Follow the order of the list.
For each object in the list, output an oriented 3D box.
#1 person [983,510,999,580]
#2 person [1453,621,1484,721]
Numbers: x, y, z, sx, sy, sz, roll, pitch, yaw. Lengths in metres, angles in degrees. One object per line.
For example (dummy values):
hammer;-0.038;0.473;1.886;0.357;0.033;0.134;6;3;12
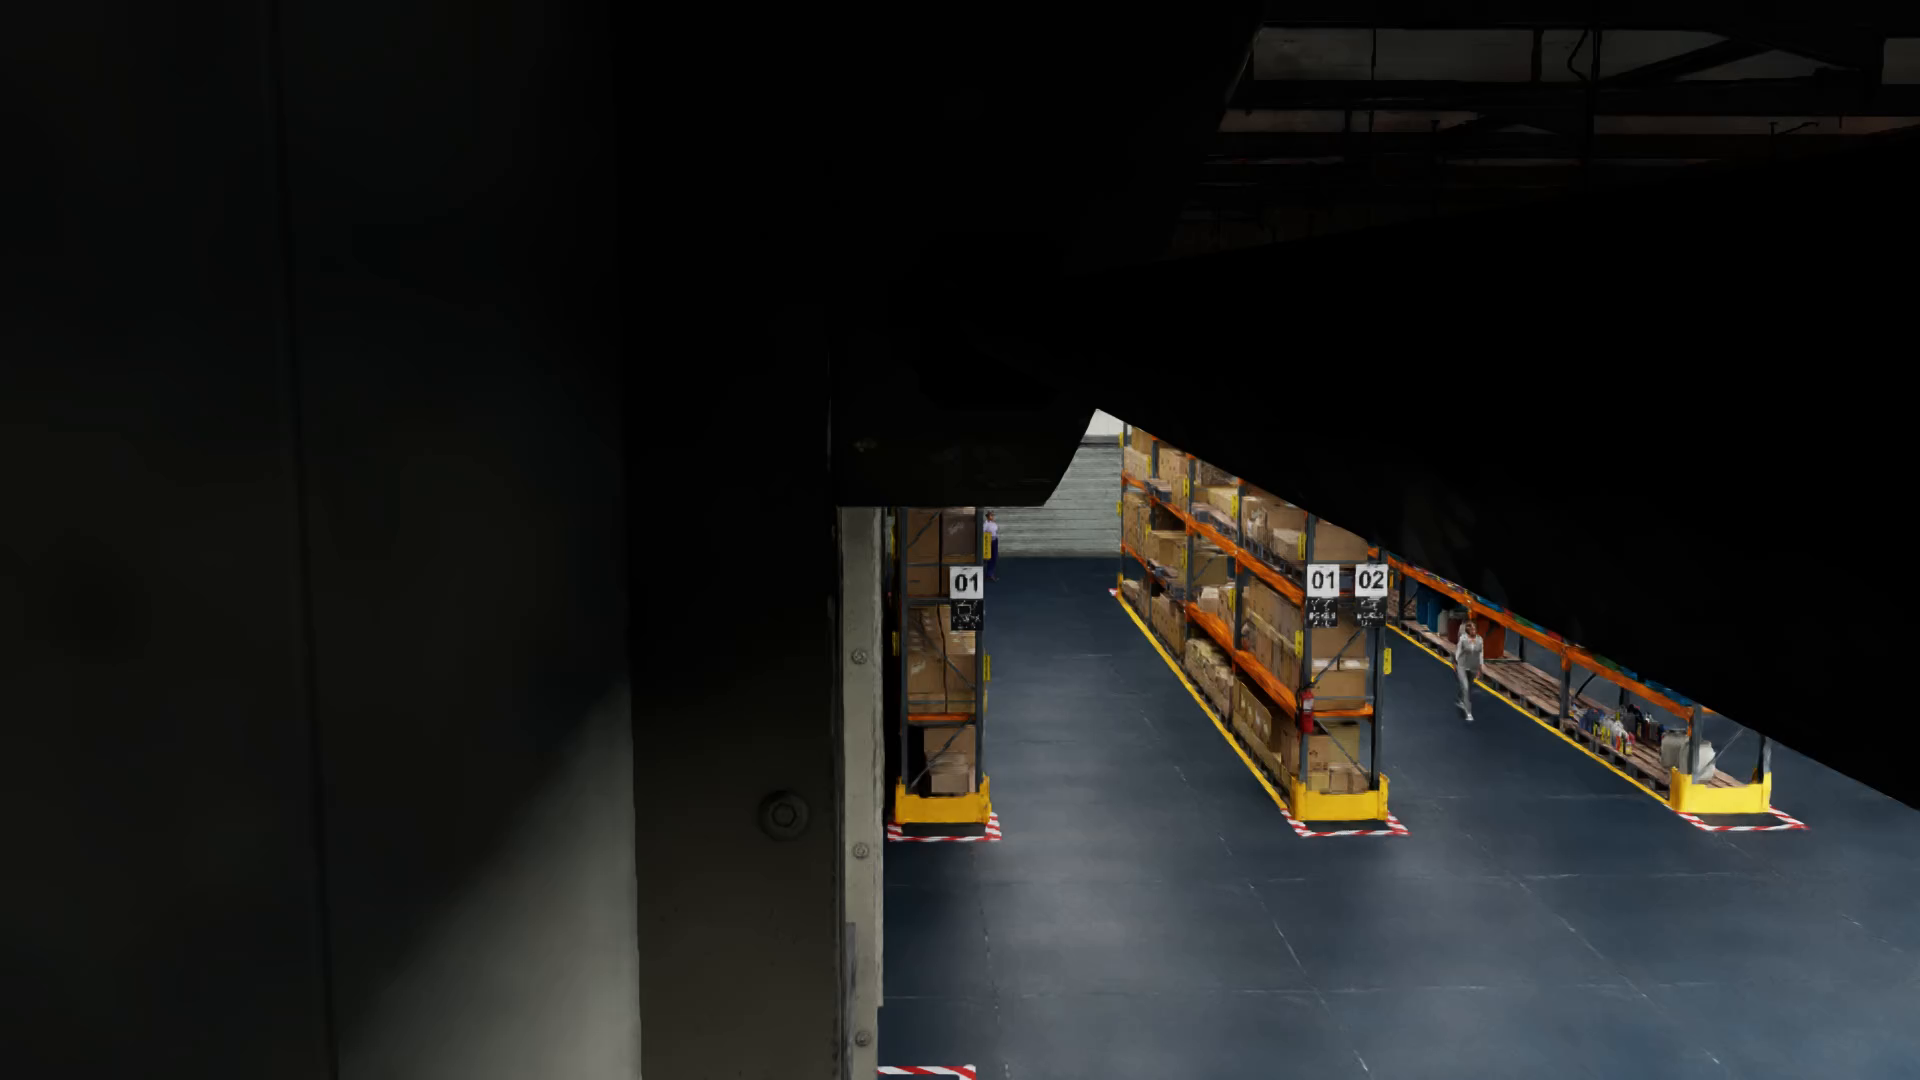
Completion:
person;0.559;0.125;38.473;0.493;1.643;0.679;7;11;41
person;7.860;1.972;25.656;0.415;1.517;1.041;-1;8;-5
